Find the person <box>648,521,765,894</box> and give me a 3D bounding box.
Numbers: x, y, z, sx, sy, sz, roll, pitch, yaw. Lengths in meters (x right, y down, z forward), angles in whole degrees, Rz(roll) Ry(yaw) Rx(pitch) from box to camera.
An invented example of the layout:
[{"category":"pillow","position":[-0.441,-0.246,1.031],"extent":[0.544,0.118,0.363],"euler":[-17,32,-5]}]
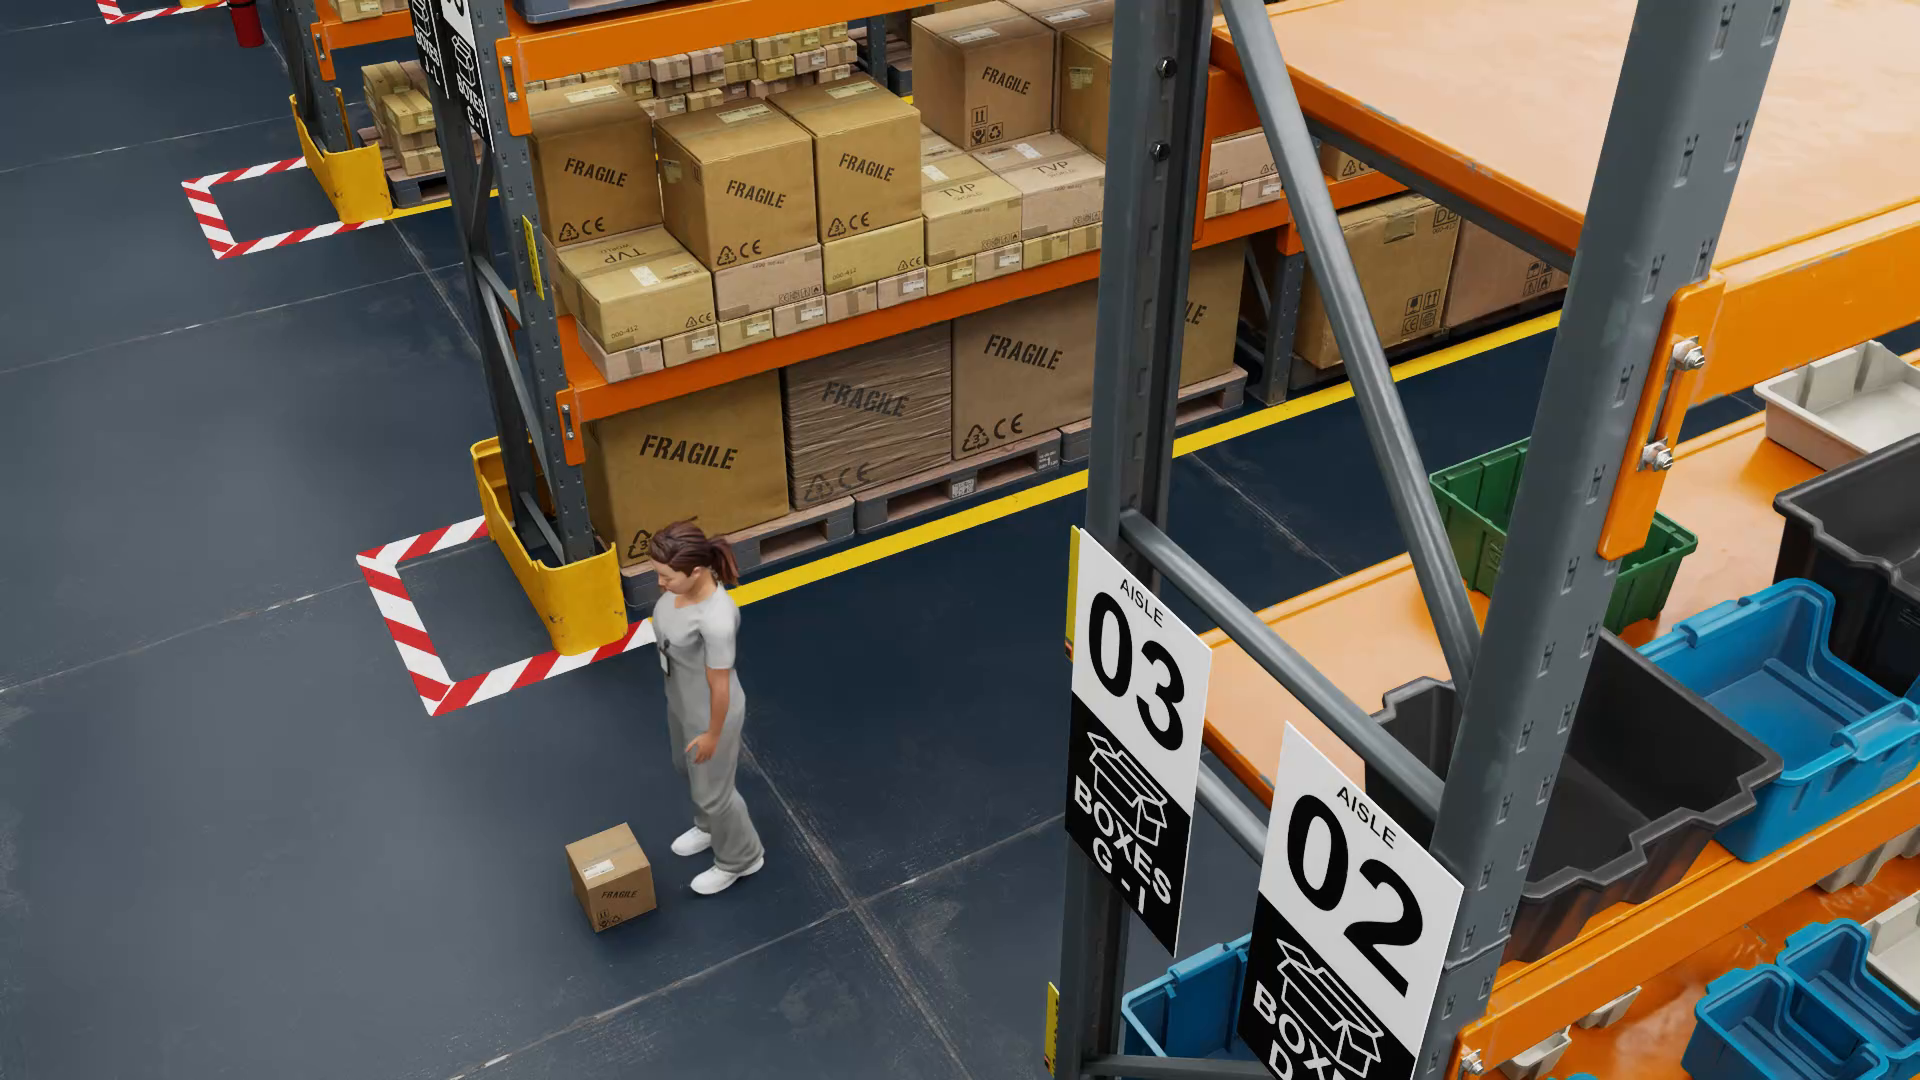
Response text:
[{"category":"person","position":[-0.930,0.611,6.126],"extent":[0.367,1.672,0.443],"euler":[-18,41,-23]}]
